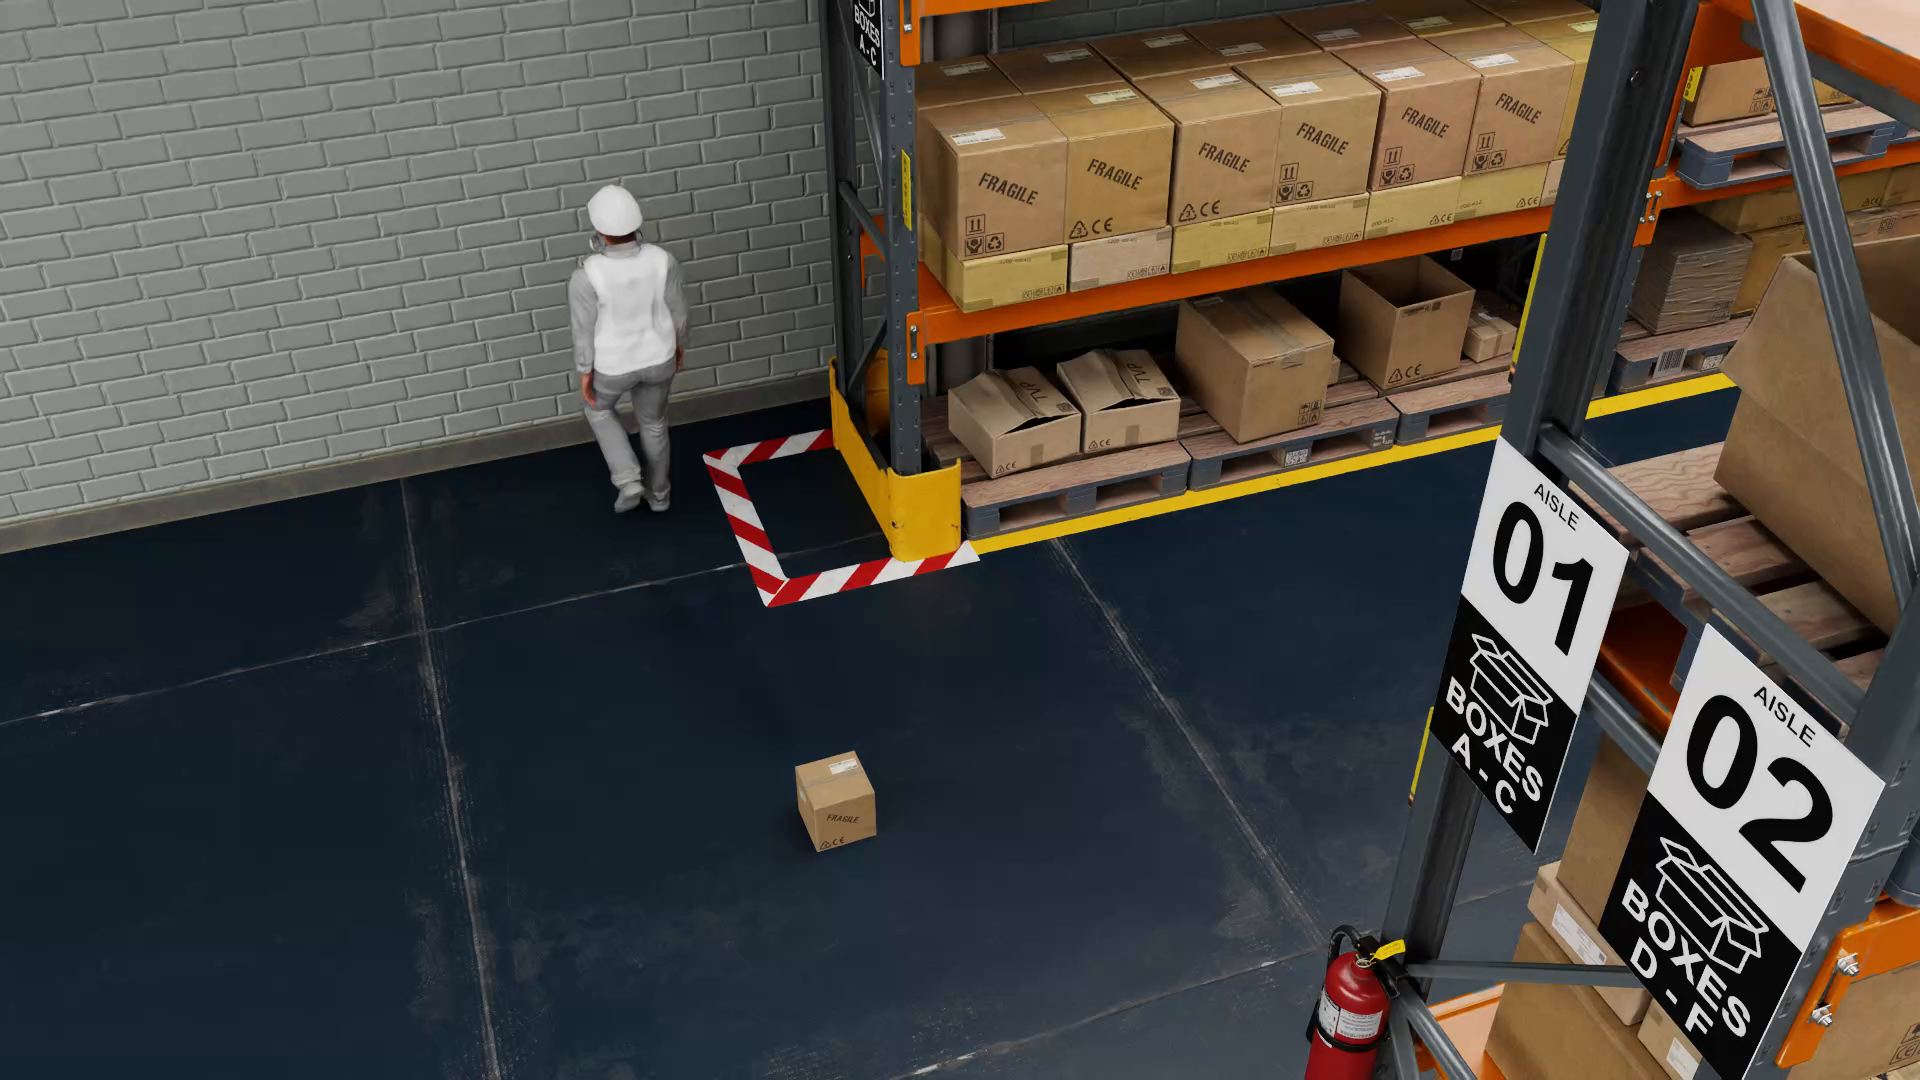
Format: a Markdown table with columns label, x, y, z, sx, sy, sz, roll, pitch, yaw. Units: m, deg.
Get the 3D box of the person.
| label | x | y | z | sx | sy | sz | roll | pitch | yaw |
| --- | --- | --- | --- | --- | --- | --- | --- | --- | --- |
| person | -1.566 | -0.903 | 7.904 | 0.558 | 1.760 | 0.467 | -16 | 40 | -20 |
